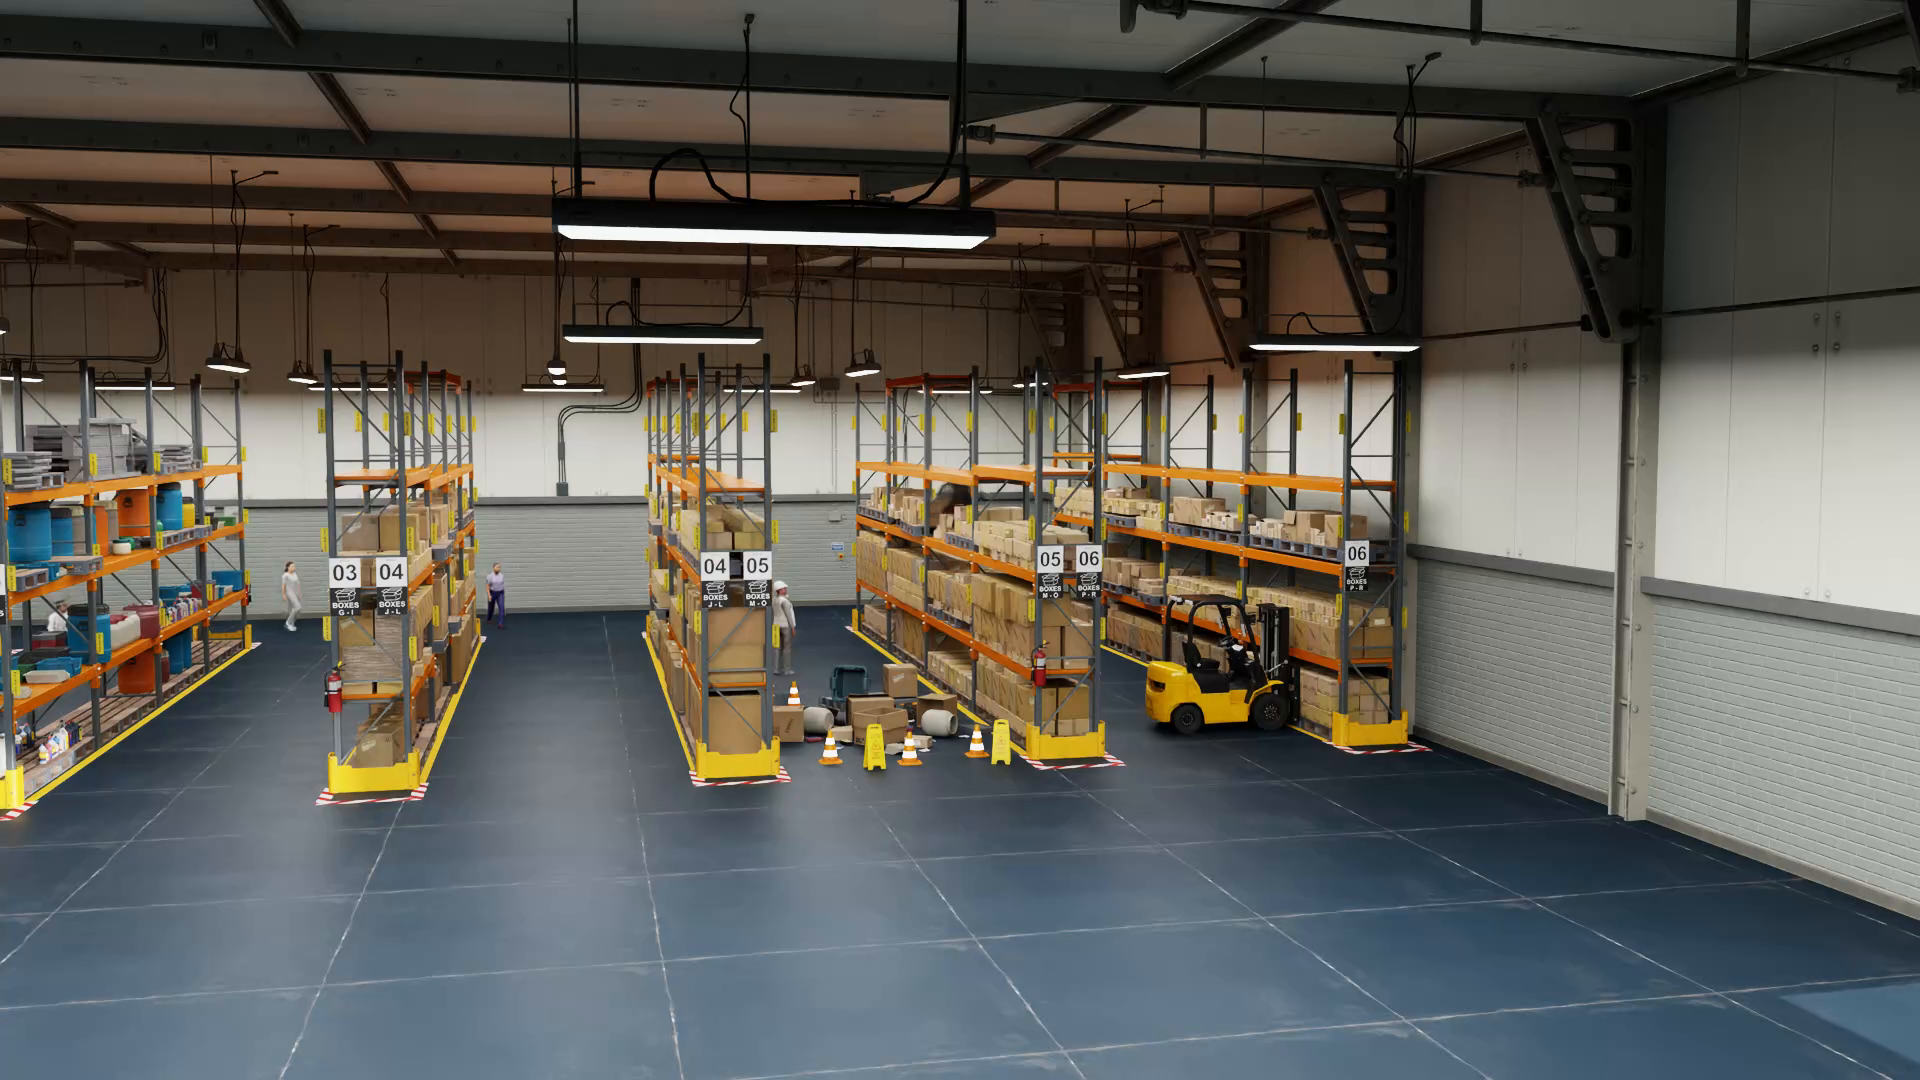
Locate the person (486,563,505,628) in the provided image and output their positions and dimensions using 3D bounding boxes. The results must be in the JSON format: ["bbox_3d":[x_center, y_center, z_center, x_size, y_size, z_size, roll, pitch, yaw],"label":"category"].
[{"bbox_3d":[-11.417,1.354,40.833,0.480,1.595,0.898,-2,4,-27],"label":"person"}]

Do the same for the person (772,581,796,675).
[{"bbox_3d":[-3.314,1.668,31.217,0.555,1.819,0.411,3,5,35],"label":"person"}]

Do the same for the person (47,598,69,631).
[{"bbox_3d":[-17.343,1.944,32.112,0.433,1.636,0.948,-1,4,-11],"label":"person"}]

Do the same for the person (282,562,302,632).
[{"bbox_3d":[-16.084,1.358,40.117,0.476,1.681,0.461,0,4,5],"label":"person"}]
